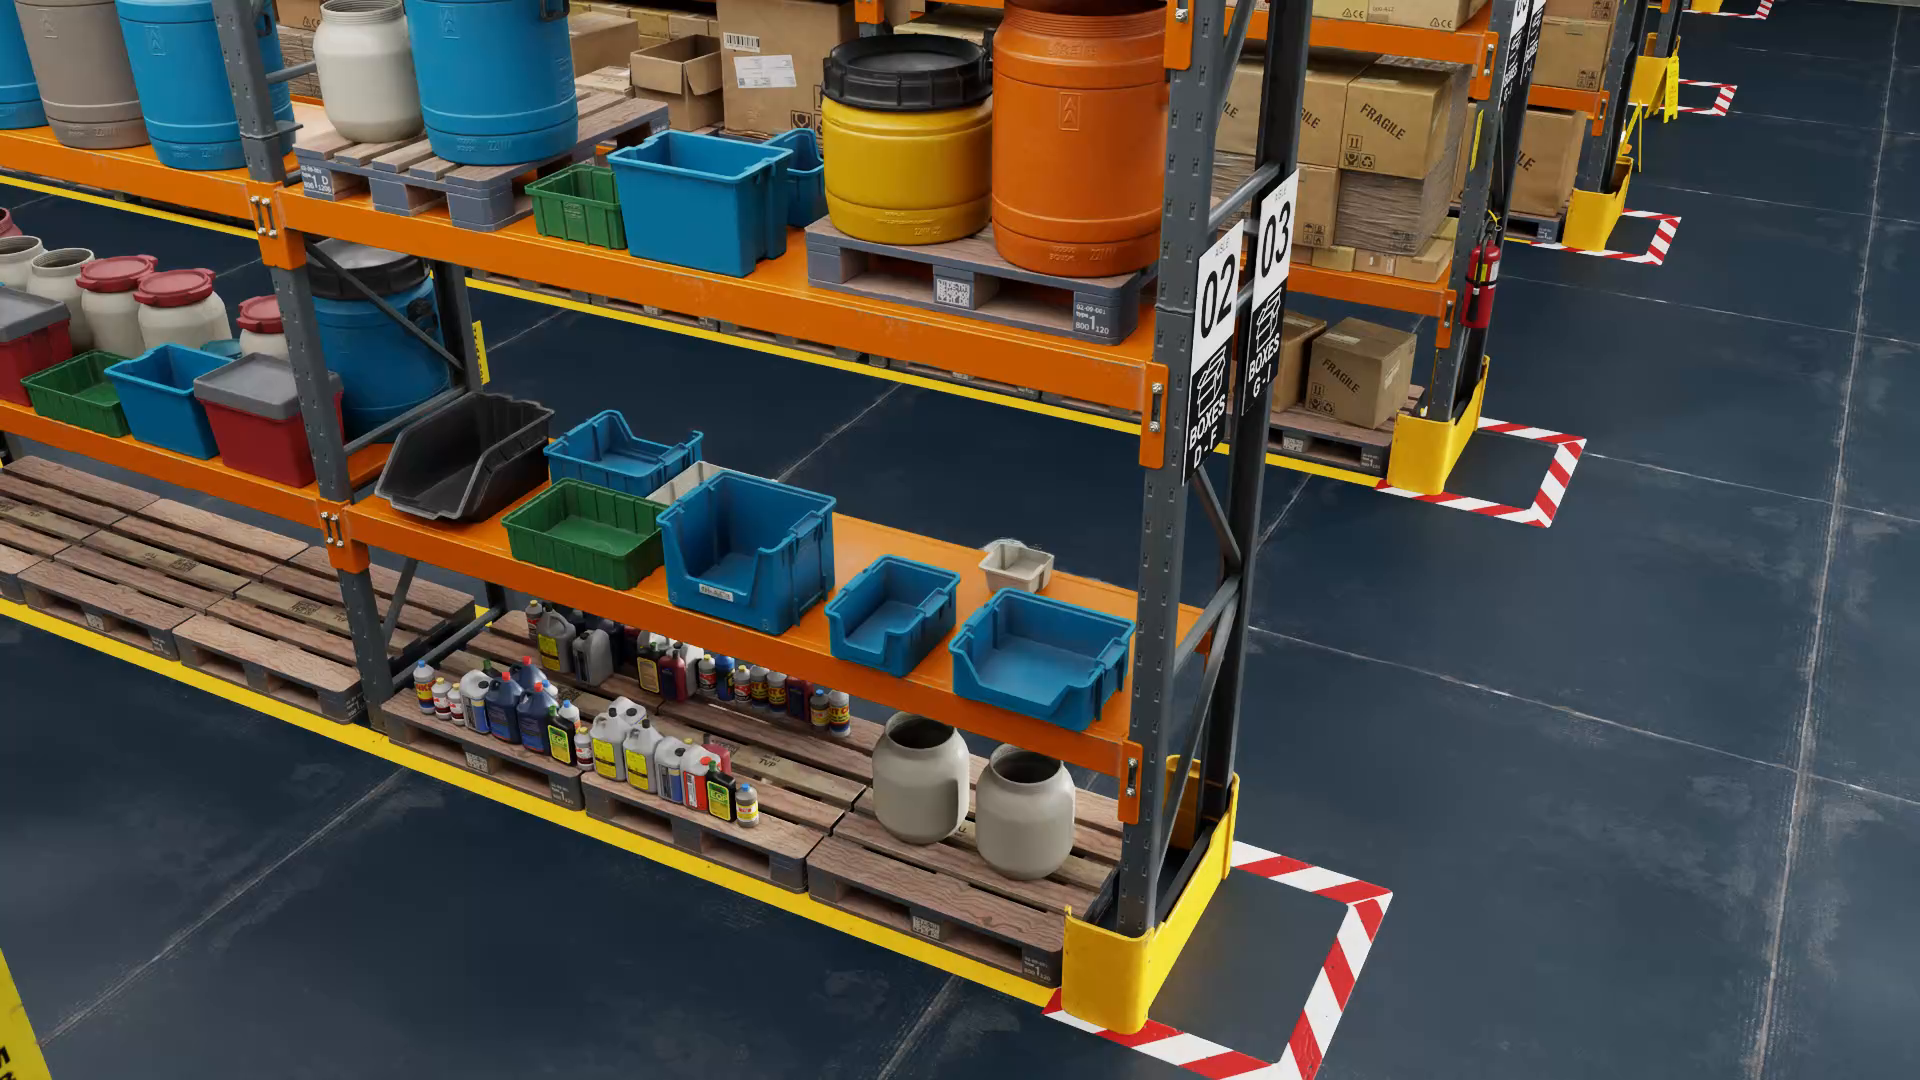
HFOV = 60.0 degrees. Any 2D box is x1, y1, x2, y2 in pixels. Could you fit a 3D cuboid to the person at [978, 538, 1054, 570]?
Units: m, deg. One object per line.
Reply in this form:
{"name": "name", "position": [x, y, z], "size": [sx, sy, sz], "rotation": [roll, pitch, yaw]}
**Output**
{"name": "person", "position": [0.393, 0.487, 8.289], "size": [0.891, 0.855, 0.448], "rotation": [26, 39, 36]}
